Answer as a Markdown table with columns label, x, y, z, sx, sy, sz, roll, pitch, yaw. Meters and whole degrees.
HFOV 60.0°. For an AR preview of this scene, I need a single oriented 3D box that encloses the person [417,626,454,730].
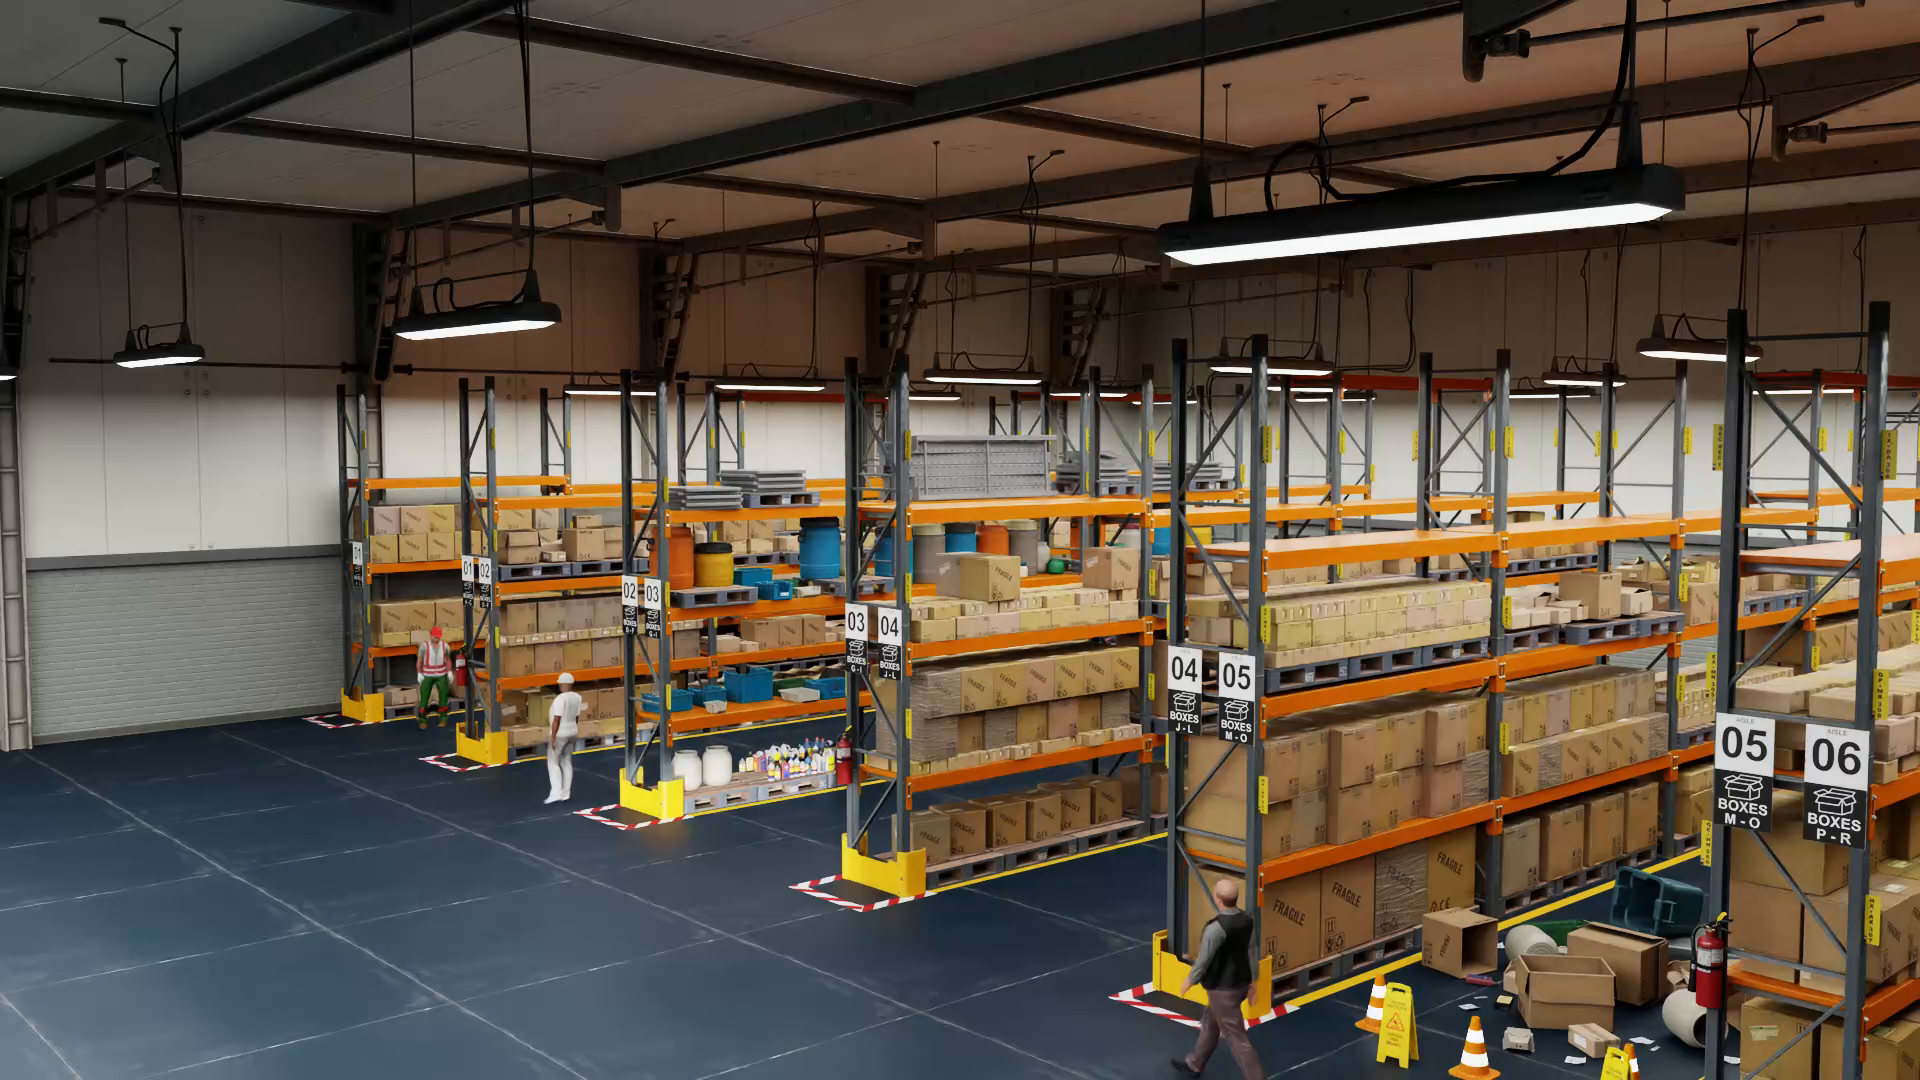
| label | x | y | z | sx | sy | sz | roll | pitch | yaw |
| --- | --- | --- | --- | --- | --- | --- | --- | --- | --- |
| person | -9.114 | 2.383 | 28.925 | 0.607 | 1.782 | 0.461 | -2 | 4 | -28 |

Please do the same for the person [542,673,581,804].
| label | x | y | z | sx | sy | sz | roll | pitch | yaw |
| --- | --- | --- | --- | --- | --- | --- | --- | --- | --- |
| person | -5.575 | 2.764 | 23.272 | 0.400 | 1.807 | 0.623 | 2 | 4 | 23 |

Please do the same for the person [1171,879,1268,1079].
| label | x | y | z | sx | sy | sz | roll | pitch | yaw |
| --- | --- | --- | --- | --- | --- | --- | --- | --- | --- |
| person | 1.986 | 3.454 | 12.914 | 0.981 | 1.672 | 0.537 | 3 | 5 | 35 |
